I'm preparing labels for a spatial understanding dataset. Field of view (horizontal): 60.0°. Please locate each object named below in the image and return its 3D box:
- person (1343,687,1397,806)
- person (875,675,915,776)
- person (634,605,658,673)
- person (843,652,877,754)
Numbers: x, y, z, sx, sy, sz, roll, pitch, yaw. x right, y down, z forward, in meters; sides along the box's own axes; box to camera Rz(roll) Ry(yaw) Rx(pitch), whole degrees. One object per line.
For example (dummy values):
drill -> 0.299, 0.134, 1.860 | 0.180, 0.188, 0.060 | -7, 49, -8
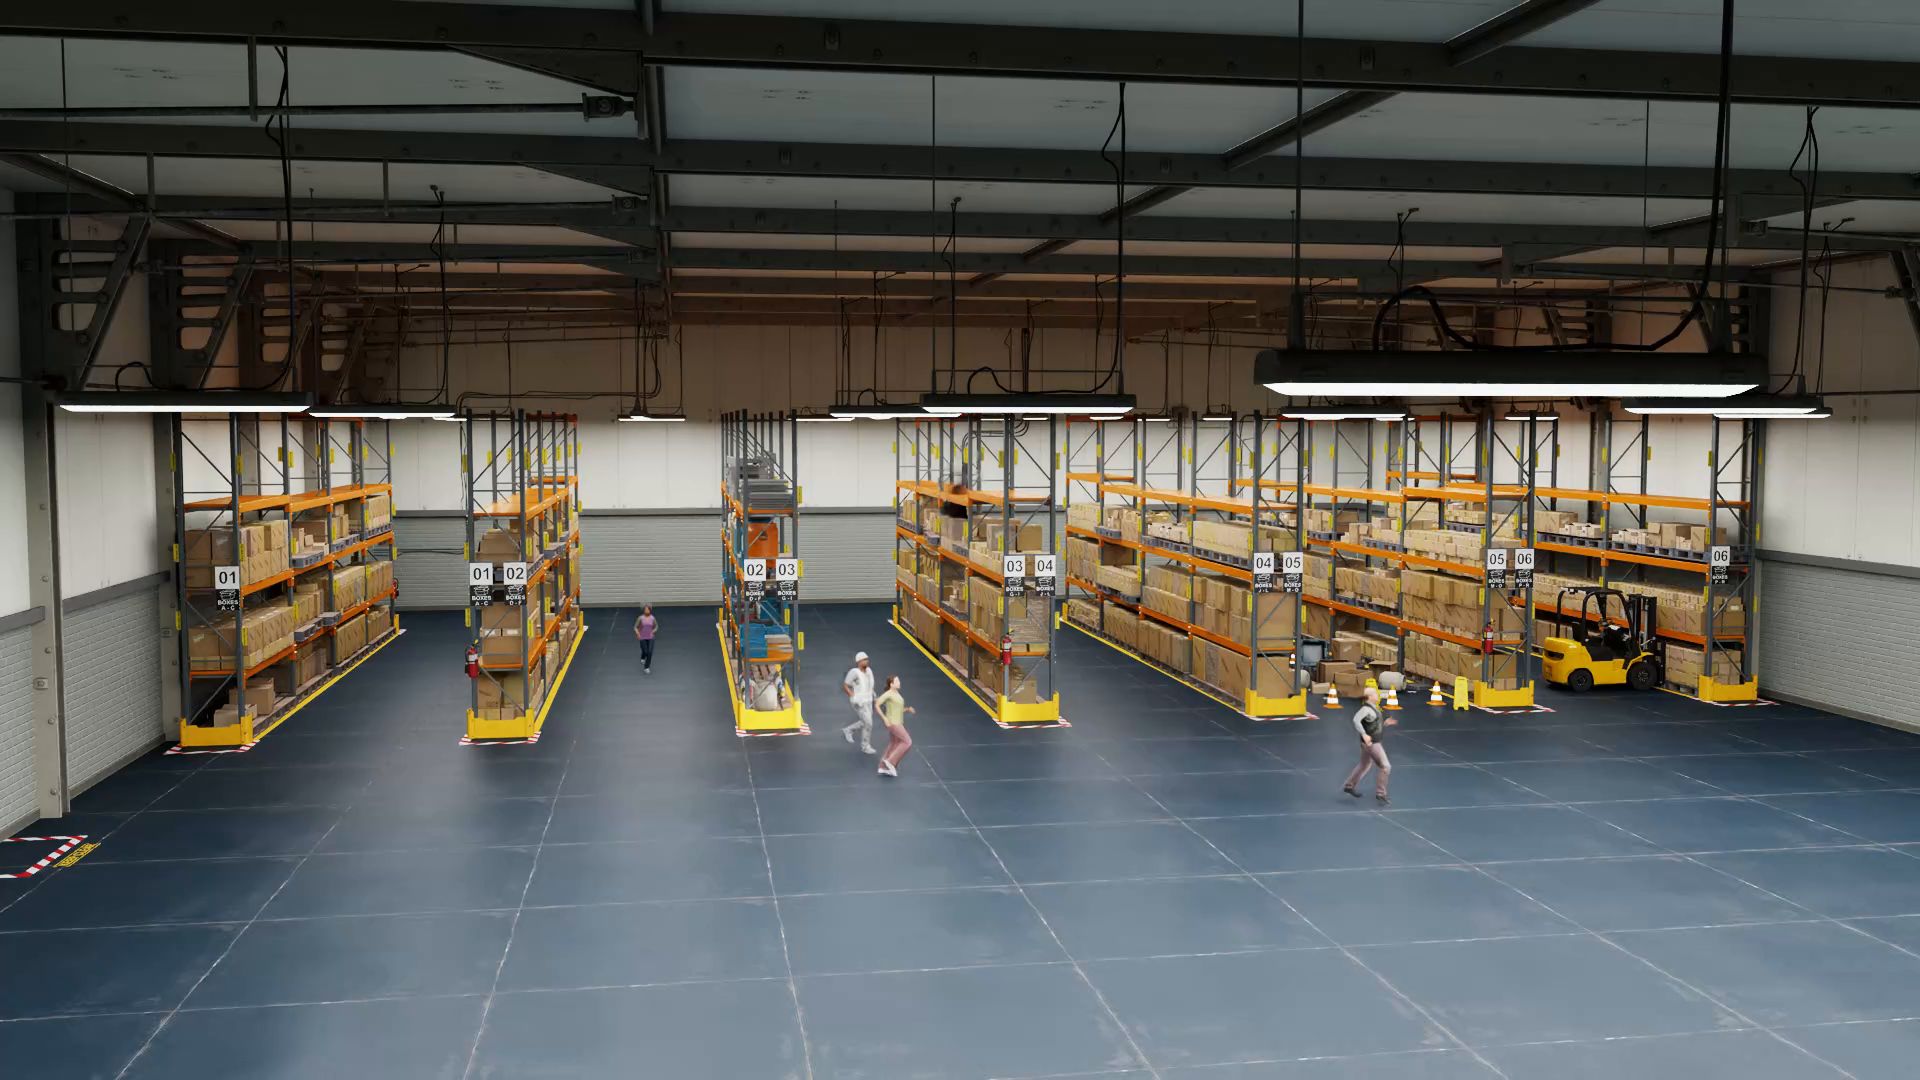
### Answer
person -> 6.192, 3.110, 25.108 | 0.778, 1.782, 0.630 | 1, 4, 13
person -> -1.039, 3.001, 26.994 | 0.626, 1.638, 0.558 | 1, 4, 13
person -> -7.219, 2.277, 38.305 | 0.549, 1.552, 0.556 | -1, 4, -20
person -> -1.770, 2.827, 29.095 | 0.759, 1.753, 0.700 | 2, 5, 30
